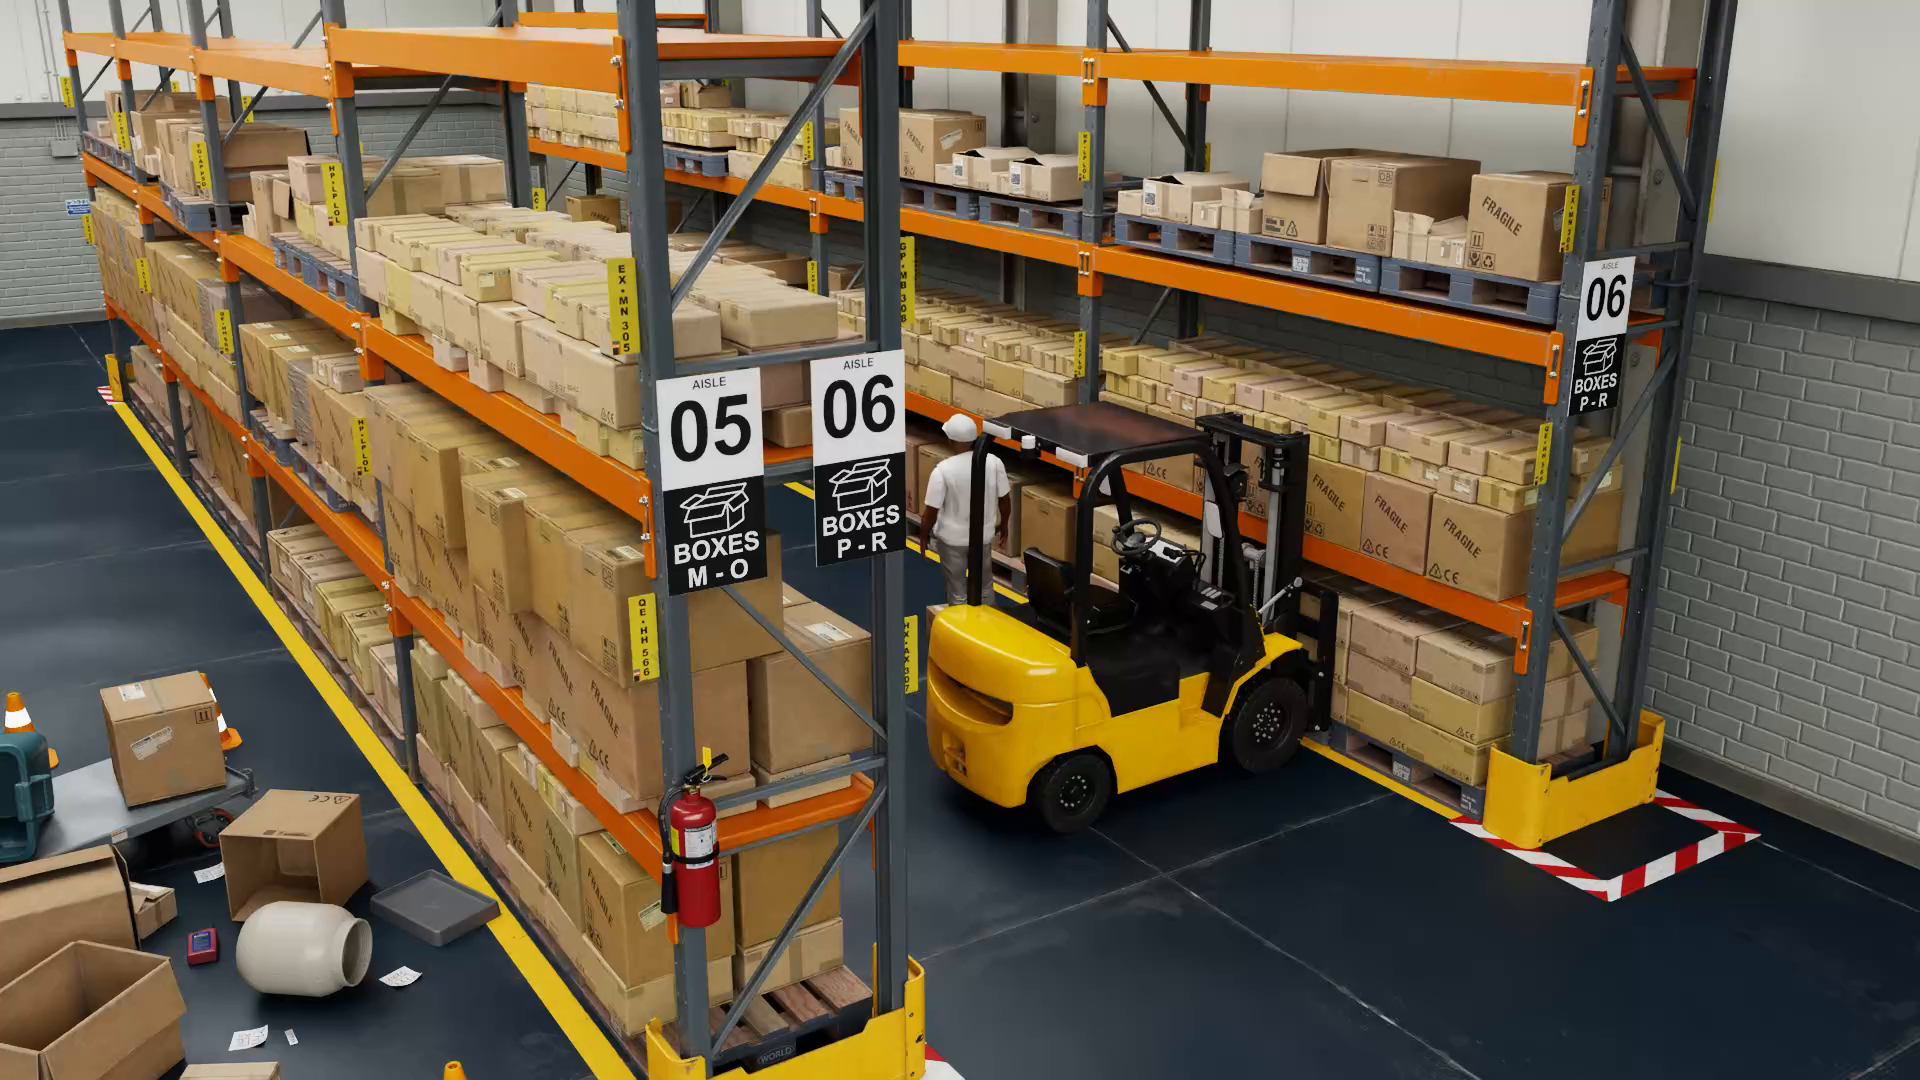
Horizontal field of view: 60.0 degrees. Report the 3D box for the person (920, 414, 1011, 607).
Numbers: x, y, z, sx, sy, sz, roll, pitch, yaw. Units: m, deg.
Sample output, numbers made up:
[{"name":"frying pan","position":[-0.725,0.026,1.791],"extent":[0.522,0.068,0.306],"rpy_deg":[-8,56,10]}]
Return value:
[{"name":"person","position":[0.012,-0.051,11.644],"extent":[0.665,1.765,0.577],"rpy_deg":[-6,19,-19]}]
